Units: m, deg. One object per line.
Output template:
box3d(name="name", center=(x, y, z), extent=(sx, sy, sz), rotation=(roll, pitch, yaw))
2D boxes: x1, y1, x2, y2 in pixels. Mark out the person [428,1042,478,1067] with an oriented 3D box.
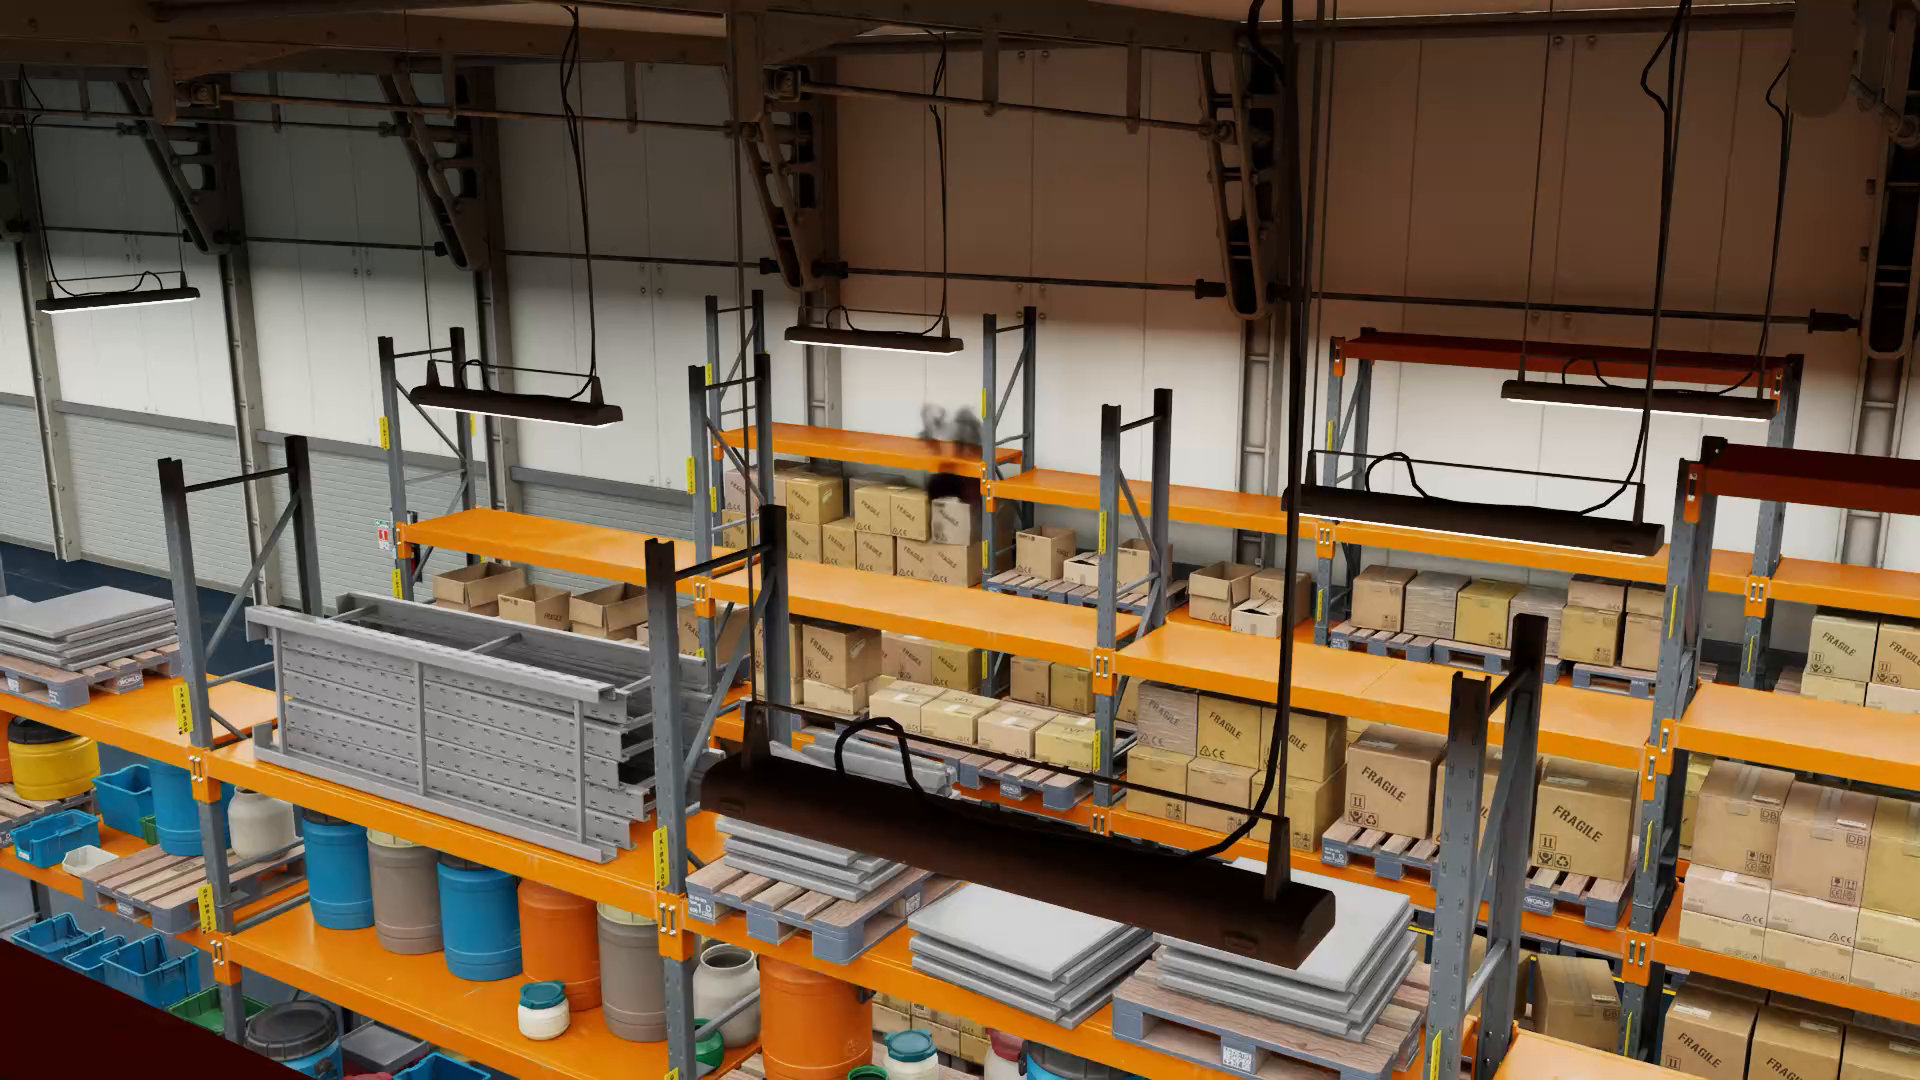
box3d(name="person", center=(-3.921, 4.129, 13.151), extent=(0.797, 1.655, 0.596), rotation=(10, 17, 34))
